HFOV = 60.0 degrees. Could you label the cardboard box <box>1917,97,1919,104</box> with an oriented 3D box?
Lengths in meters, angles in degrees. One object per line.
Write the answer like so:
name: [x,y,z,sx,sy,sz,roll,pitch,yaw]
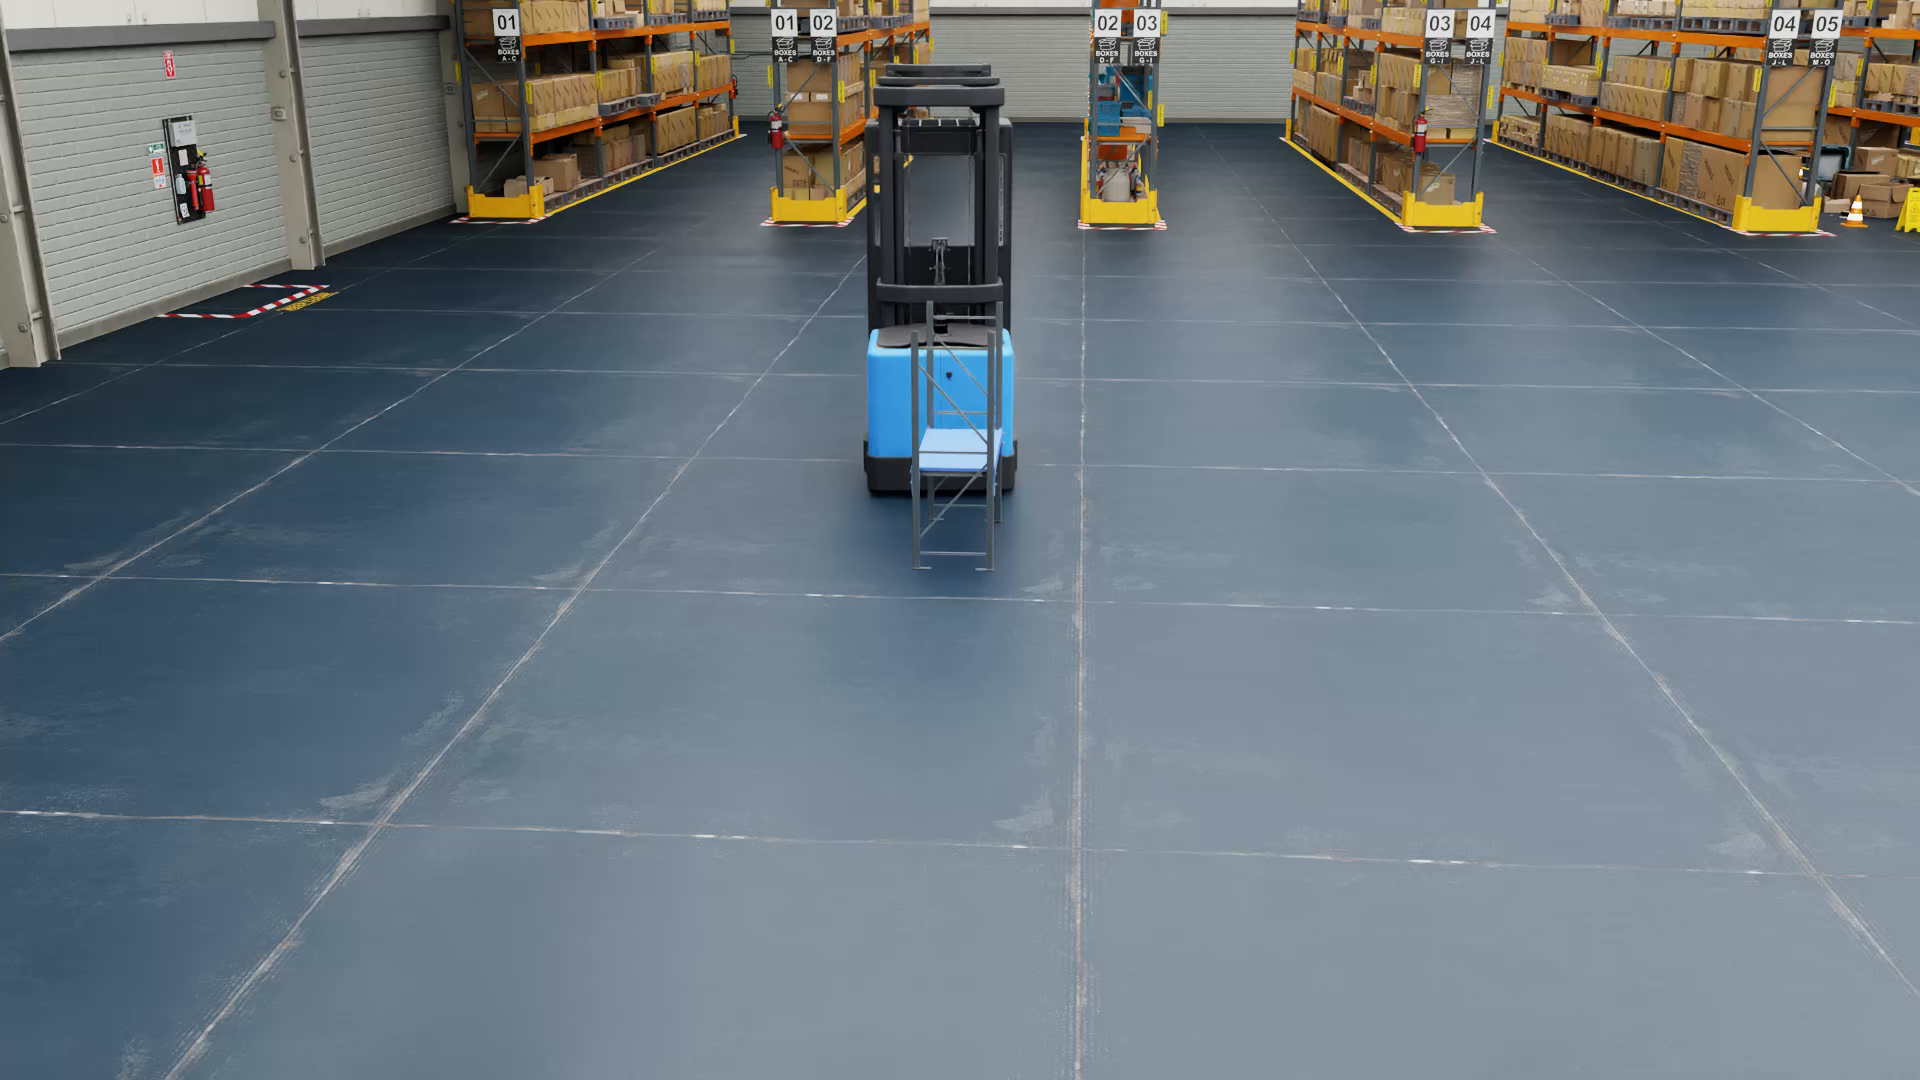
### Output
cardboard box: [17.623,-7.975,30.173,0.380,0.149,0.250,1,18,2]

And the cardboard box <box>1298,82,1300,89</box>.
cardboard box: [8.202,-10.739,39.284,0.380,0.149,0.250,1,18,3]

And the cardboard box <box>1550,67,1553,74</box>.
cardboard box: [12.759,-9.981,35.339,0.380,0.149,0.250,1,18,4]

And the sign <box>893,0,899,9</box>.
sign: [-1.273,-10.712,33.023,0.100,0.325,0.005,1,18,4]

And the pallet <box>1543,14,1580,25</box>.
pallet: [13.131,-11.043,35.292,1.213,0.211,1.003,1,18,4]

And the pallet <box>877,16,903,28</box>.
pallet: [-1.785,-10.141,32.541,1.213,0.211,1.003,2,18,6]

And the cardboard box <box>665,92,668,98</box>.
cardboard box: [-6.448,-9.515,35.516,0.380,0.149,0.250,2,18,5]

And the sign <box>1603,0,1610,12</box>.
sign: [12.454,-10.338,32.008,0.100,0.325,0.005,1,18,4]

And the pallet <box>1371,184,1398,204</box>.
pallet: [7.755,-6.019,28.954,1.003,0.211,1.213,1,18,4]

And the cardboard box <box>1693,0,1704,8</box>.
cardboard box: [12.359,-8.852,27.231,0.500,0.250,0.500,1,18,3]

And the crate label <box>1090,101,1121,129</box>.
crate label: [2.403,-7.016,27.462,0.502,0.435,0.616,1,18,4]

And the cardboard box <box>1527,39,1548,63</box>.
cardboard box: [13.128,-11.032,37.529,0.500,0.500,0.500,2,18,5]

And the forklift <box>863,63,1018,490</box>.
forklift: [-0.161,-2.148,12.772,1.130,2.935,3.031,0,18,-1]

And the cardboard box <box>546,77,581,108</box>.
cardboard box: [-6.856,-7.715,28.655,0.500,0.500,0.500,1,18,2]

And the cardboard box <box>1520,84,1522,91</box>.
cardboard box: [13.157,-10.440,38.371,0.380,0.149,0.250,2,18,6]

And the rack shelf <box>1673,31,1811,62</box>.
rack shelf: [12.565,-7.874,26.474,1.077,0.370,4.000,1,18,4]

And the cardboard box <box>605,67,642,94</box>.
cardboard box: [-6.791,-9.238,33.432,0.700,0.500,0.500,-1,18,-3]

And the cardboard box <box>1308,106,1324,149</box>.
cardboard box: [8.316,-9.029,36.399,1.225,0.875,0.875,1,18,4]

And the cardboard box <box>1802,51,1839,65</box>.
cardboard box: [17.860,-9.895,34.538,0.500,0.500,0.500,1,18,3]

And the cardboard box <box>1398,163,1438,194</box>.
cardboard box: [7.700,-6.069,27.969,0.500,0.500,0.500,0,18,-1]

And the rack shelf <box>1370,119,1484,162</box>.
rack shelf: [7.625,-6.591,27.375,1.077,0.370,4.000,1,18,4]

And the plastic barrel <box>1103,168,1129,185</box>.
plastic barrel: [2.548,-5.801,27.131,0.421,0.512,0.421,0,18,0]

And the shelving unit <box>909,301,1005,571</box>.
shelving unit: [-0.006,-0.686,10.609,0.538,1.500,1.048,1,18,4]

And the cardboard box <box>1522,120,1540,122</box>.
cardboard box: [13.195,-9.622,38.418,0.380,0.149,0.250,1,18,4]

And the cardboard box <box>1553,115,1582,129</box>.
cardboard box: [12.929,-8.875,35.327,0.500,0.250,0.500,2,18,5]

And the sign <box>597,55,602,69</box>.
sign: [-7.321,-9.689,33.817,0.100,0.325,0.005,1,18,4]

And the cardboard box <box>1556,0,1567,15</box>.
cardboard box: [13.145,-11.454,35.408,0.700,0.500,0.500,1,18,4]

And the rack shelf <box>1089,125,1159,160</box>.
rack shelf: [2.684,-6.701,27.712,1.077,0.370,4.000,1,18,4]

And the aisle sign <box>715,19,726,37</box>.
aisle sign: [-5.889,-12.863,41.188,0.394,0.787,0.004,1,18,4]

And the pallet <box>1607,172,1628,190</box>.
pallet: [12.773,-6.708,31.055,1.003,0.211,1.213,1,18,4]

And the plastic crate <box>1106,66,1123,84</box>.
plastic crate: [3.850,-11.328,40.525,0.616,0.435,0.499,1,18,4]

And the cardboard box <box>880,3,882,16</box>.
cardboard box: [-1.802,-10.430,32.685,0.500,0.250,0.500,0,18,0]

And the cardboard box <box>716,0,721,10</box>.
cardboard box: [-6.017,-12.819,39.815,0.500,0.250,0.500,1,18,2]

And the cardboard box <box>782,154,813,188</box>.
cardboard box: [-2.658,-5.956,26.820,0.500,0.500,0.500,1,18,4]

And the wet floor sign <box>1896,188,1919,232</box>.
wet floor sign: [14.394,-4.997,25.138,0.267,0.644,0.232,-2,18,-6]

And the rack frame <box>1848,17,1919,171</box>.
rack frame: [17.939,-8.575,32.275,1.000,3.000,0.127,1,18,4]

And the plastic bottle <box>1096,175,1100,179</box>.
plastic bottle: [2.291,-6.038,28.200,0.152,0.276,0.135,1,18,2]

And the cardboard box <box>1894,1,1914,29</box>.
cardboard box: [17.861,-9.754,30.895,0.700,0.500,0.500,1,18,4]

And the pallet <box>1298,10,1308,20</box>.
pallet: [8.585,-12.433,39.376,1.003,0.211,1.213,1,18,4]

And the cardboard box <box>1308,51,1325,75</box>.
cardboard box: [8.148,-10.769,37.530,0.500,0.500,0.500,1,18,4]

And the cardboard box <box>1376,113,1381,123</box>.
cardboard box: [7.422,-7.297,28.778,0.380,0.149,0.250,1,18,4]

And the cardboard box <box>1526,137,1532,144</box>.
cardboard box: [13.026,-9.033,37.577,0.380,0.149,0.250,1,18,2]

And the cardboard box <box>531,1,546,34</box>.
cardboard box: [-6.993,-8.390,26.700,0.500,0.500,0.500,2,18,8]

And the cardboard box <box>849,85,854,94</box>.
cardboard box: [-2.011,-7.648,28.245,0.380,0.149,0.250,2,18,5]

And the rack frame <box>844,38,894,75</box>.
rack frame: [-1.826,-9.018,33.628,1.000,3.000,0.127,1,18,4]

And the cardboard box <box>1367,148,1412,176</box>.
cardboard box: [7.886,-6.913,30.511,0.700,0.500,0.500,1,18,4]

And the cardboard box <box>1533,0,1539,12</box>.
cardboard box: [13.143,-11.960,37.228,0.500,0.250,0.500,2,18,6]

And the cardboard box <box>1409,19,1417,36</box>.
cardboard box: [7.295,-7.976,25.871,0.500,0.250,0.500,1,18,4]

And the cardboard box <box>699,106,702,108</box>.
cardboard box: [-6.424,-10.362,40.028,0.380,0.149,0.250,1,18,4]

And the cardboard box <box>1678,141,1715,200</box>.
cardboard box: [12.532,-6.128,27.544,0.875,0.875,0.875,1,18,4]

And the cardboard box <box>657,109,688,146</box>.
cardboard box: [-6.458,-9.067,36.555,0.750,0.750,0.750,2,18,6]

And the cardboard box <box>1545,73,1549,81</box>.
cardboard box: [12.778,-9.925,35.647,0.380,0.149,0.250,1,18,3]

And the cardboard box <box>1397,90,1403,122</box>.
cardboard box: [7.543,-6.983,26.778,0.875,0.500,0.500,1,18,4]

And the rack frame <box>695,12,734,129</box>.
rack frame: [-6.194,-11.612,41.545,1.000,3.000,0.127,1,18,4]

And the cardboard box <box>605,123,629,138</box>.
cardboard box: [-6.870,-8.105,32.944,0.500,0.250,0.500,2,18,5]

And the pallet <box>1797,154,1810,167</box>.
pallet: [18.161,-7.871,34.605,1.003,0.211,1.213,1,18,4]

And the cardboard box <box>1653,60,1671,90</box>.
cardboard box: [12.773,-8.248,29.512,0.700,0.500,0.500,1,18,3]
